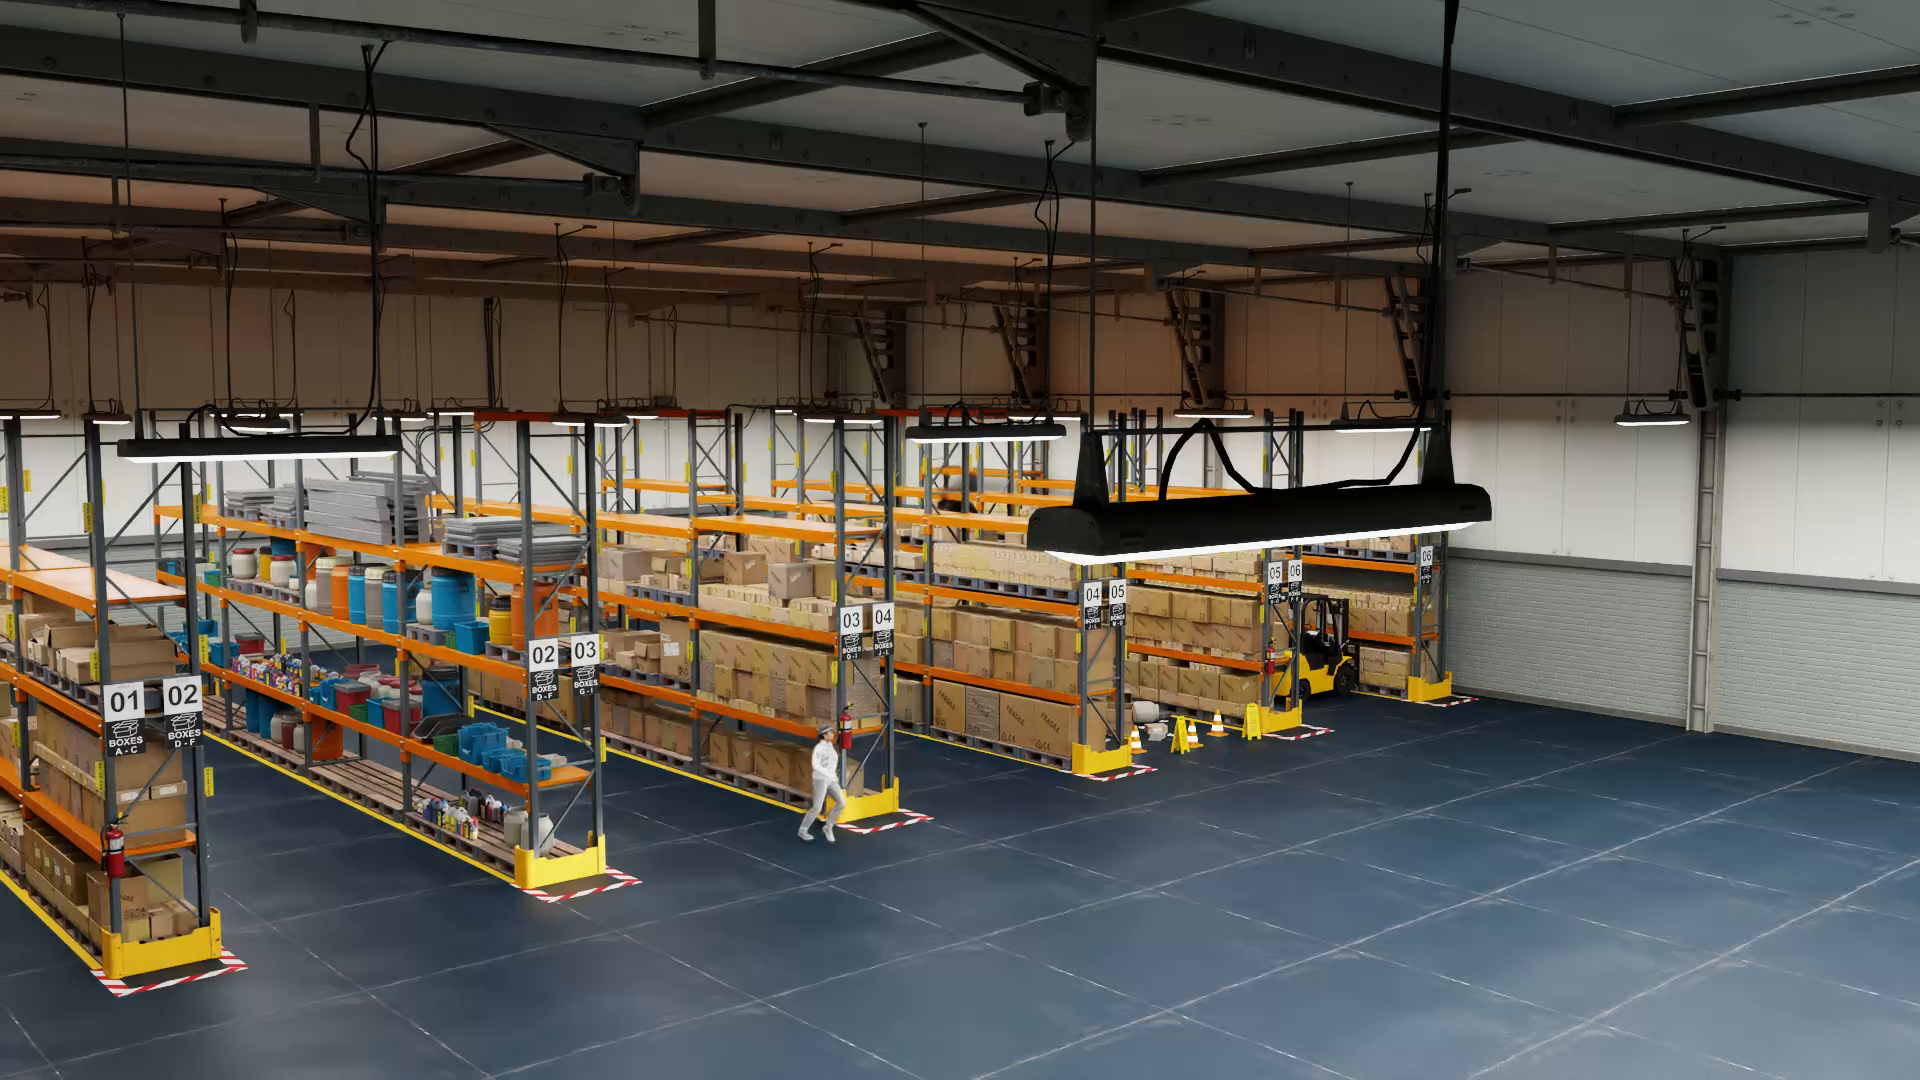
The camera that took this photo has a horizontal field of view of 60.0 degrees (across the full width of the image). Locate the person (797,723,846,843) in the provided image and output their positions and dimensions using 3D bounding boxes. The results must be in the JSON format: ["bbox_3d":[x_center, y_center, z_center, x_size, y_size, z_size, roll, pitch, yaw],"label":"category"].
[{"bbox_3d":[-1.915,3.437,23.645,0.627,1.689,0.674,2,5,24],"label":"person"}]

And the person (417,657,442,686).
[{"bbox_3d":[-9.514,2.877,30.237,0.667,1.597,0.505,4,6,37],"label":"person"}]
